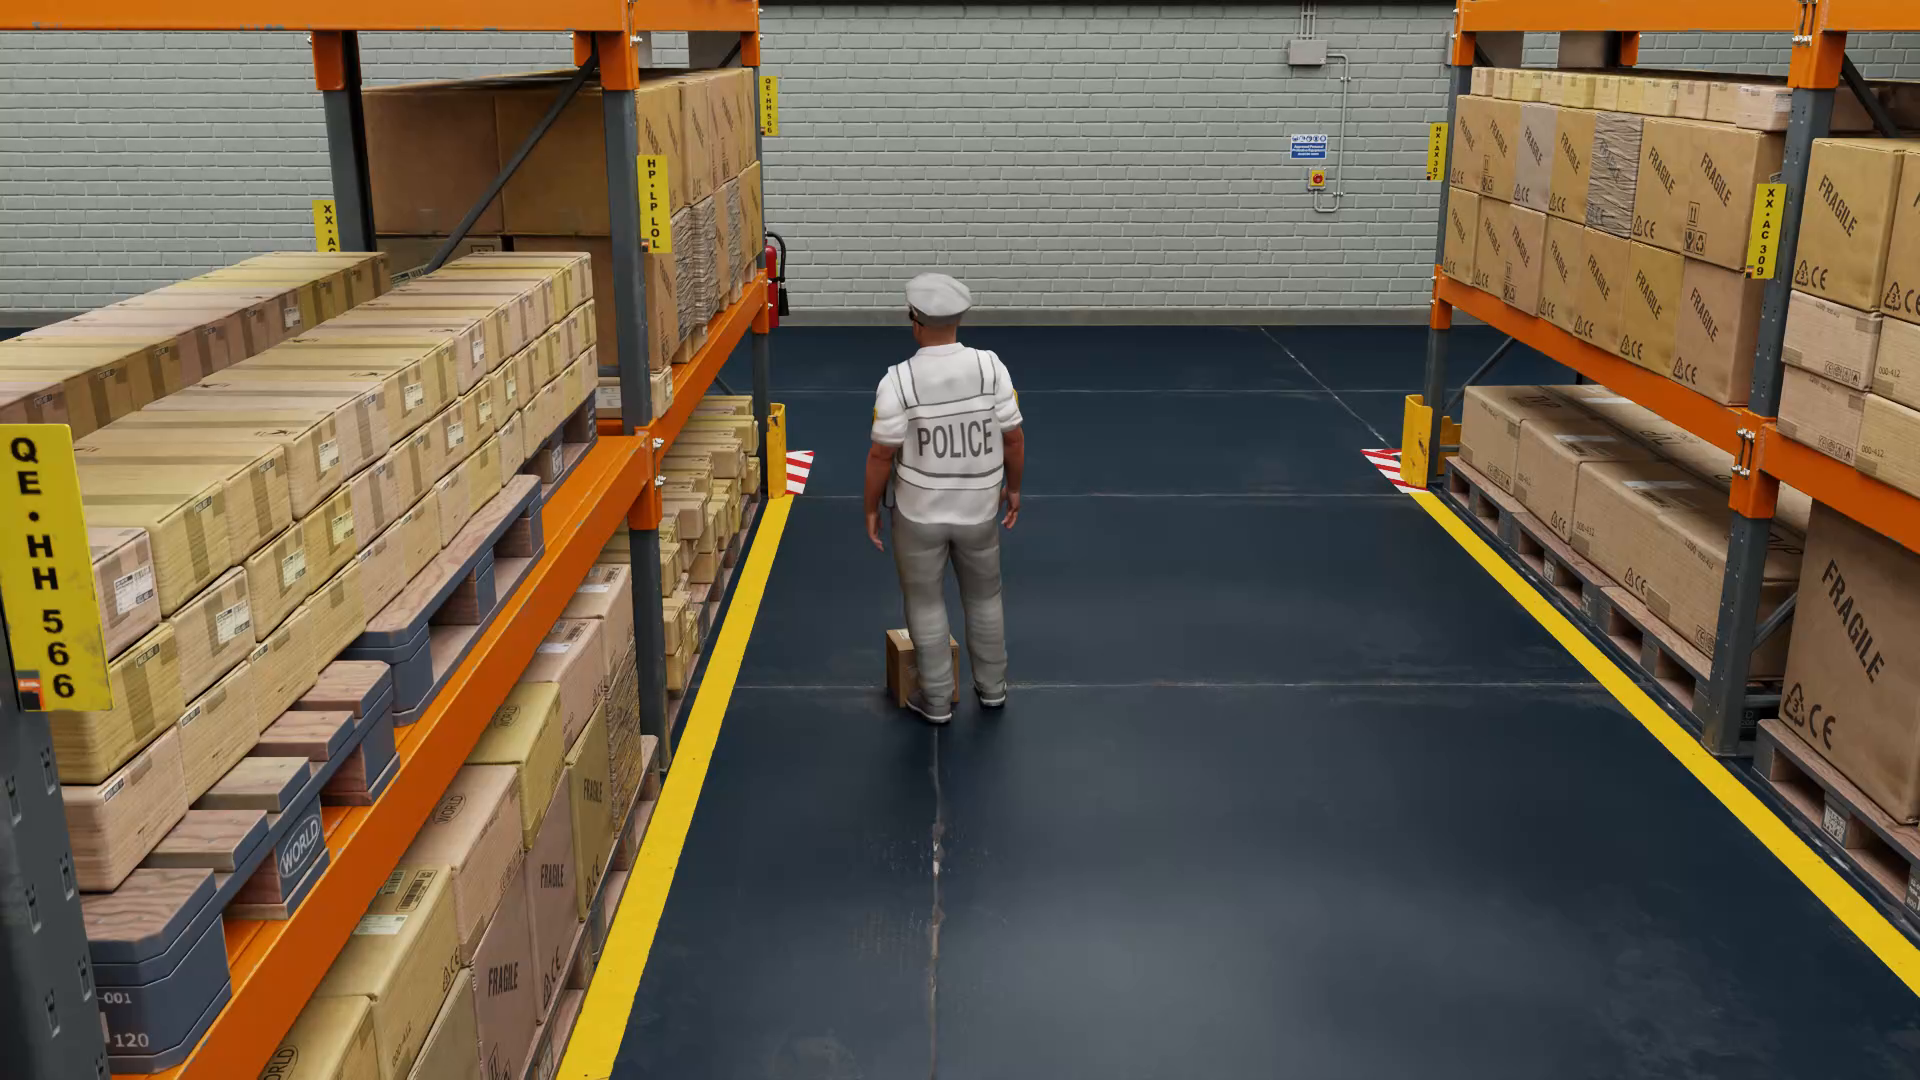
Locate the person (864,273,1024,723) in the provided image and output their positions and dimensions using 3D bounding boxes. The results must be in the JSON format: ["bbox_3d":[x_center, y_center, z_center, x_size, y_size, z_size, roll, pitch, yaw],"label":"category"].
[{"bbox_3d":[-0.074,-0.160,6.473,0.640,1.781,0.575,-4,18,-14],"label":"person"}]
